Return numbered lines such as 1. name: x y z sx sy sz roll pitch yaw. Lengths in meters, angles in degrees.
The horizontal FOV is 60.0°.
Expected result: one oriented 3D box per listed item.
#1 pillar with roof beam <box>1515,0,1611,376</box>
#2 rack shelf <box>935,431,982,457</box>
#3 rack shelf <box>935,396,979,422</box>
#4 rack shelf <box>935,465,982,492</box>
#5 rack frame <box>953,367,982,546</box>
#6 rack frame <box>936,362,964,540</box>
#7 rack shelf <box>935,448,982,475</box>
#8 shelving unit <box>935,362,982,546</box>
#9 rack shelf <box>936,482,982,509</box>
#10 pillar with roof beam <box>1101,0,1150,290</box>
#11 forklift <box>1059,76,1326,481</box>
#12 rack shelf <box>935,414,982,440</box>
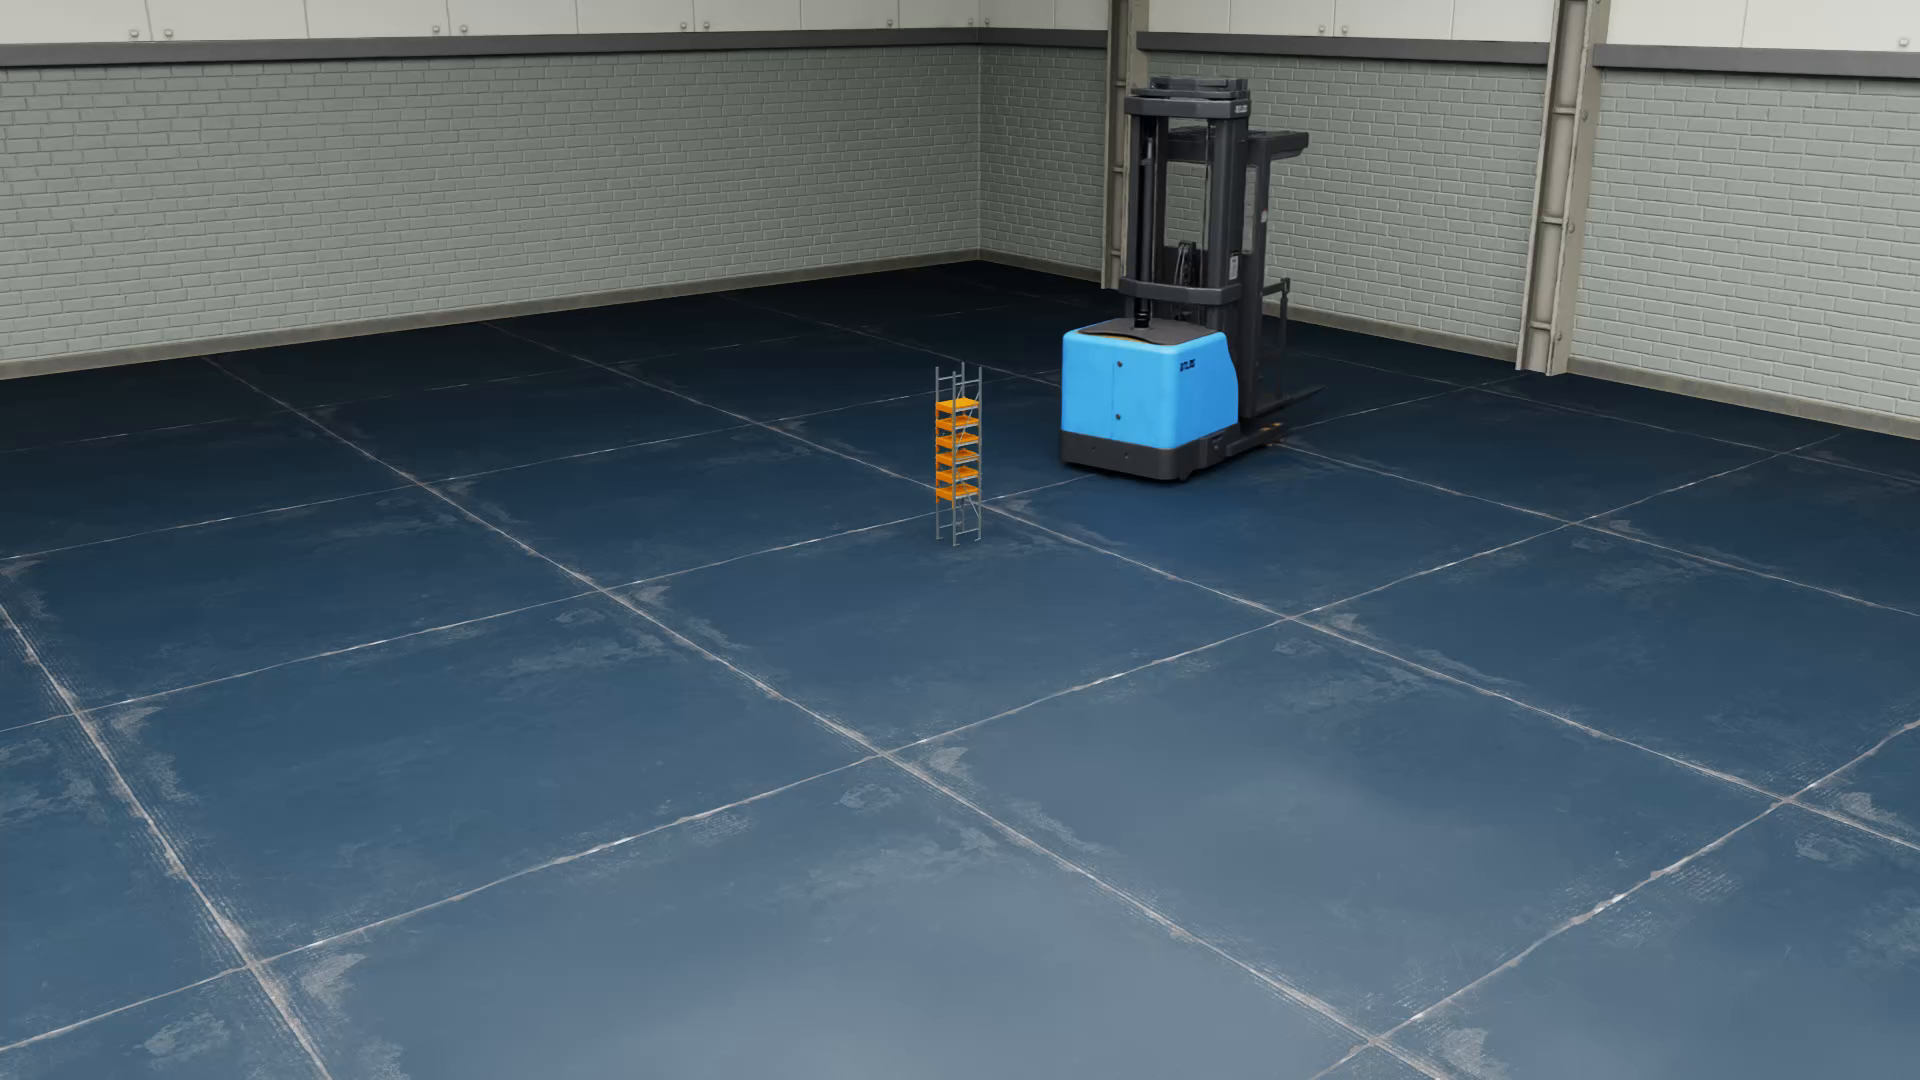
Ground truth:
1. pillar with roof beam: 2.363 -5.104 12.460 9.100 9.000 0.400 -14 23 -36
2. rack shelf: -0.009 -0.645 11.161 0.258 0.103 0.180 -14 23 -36
3. rack shelf: -0.009 -0.873 11.085 0.258 0.103 0.180 -14 23 -36
4. rack shelf: -0.009 -0.417 11.236 0.258 0.103 0.180 -14 23 -36
5. rack frame: 0.048 -0.551 11.117 0.240 1.200 0.006 -14 23 -36
6. rack frame: -0.066 -0.596 11.253 0.240 1.200 0.006 -14 23 -36
7. rack shelf: -0.009 -0.531 11.199 0.258 0.103 0.180 -14 23 -36
8. shelving unit: -0.009 -0.573 11.185 0.258 1.200 0.189 -14 23 -36
9. rack shelf: -0.009 -0.303 11.274 0.258 0.103 0.180 -14 23 -36
10. pillar with roof beam: -1.362 -6.582 16.925 9.100 9.000 0.400 -14 23 -36
11. forklift: 2.072 -2.238 13.458 1.130 2.935 3.031 14 23 35
12. rack shelf: -0.009 -0.759 11.123 0.258 0.103 0.180 -14 23 -36
